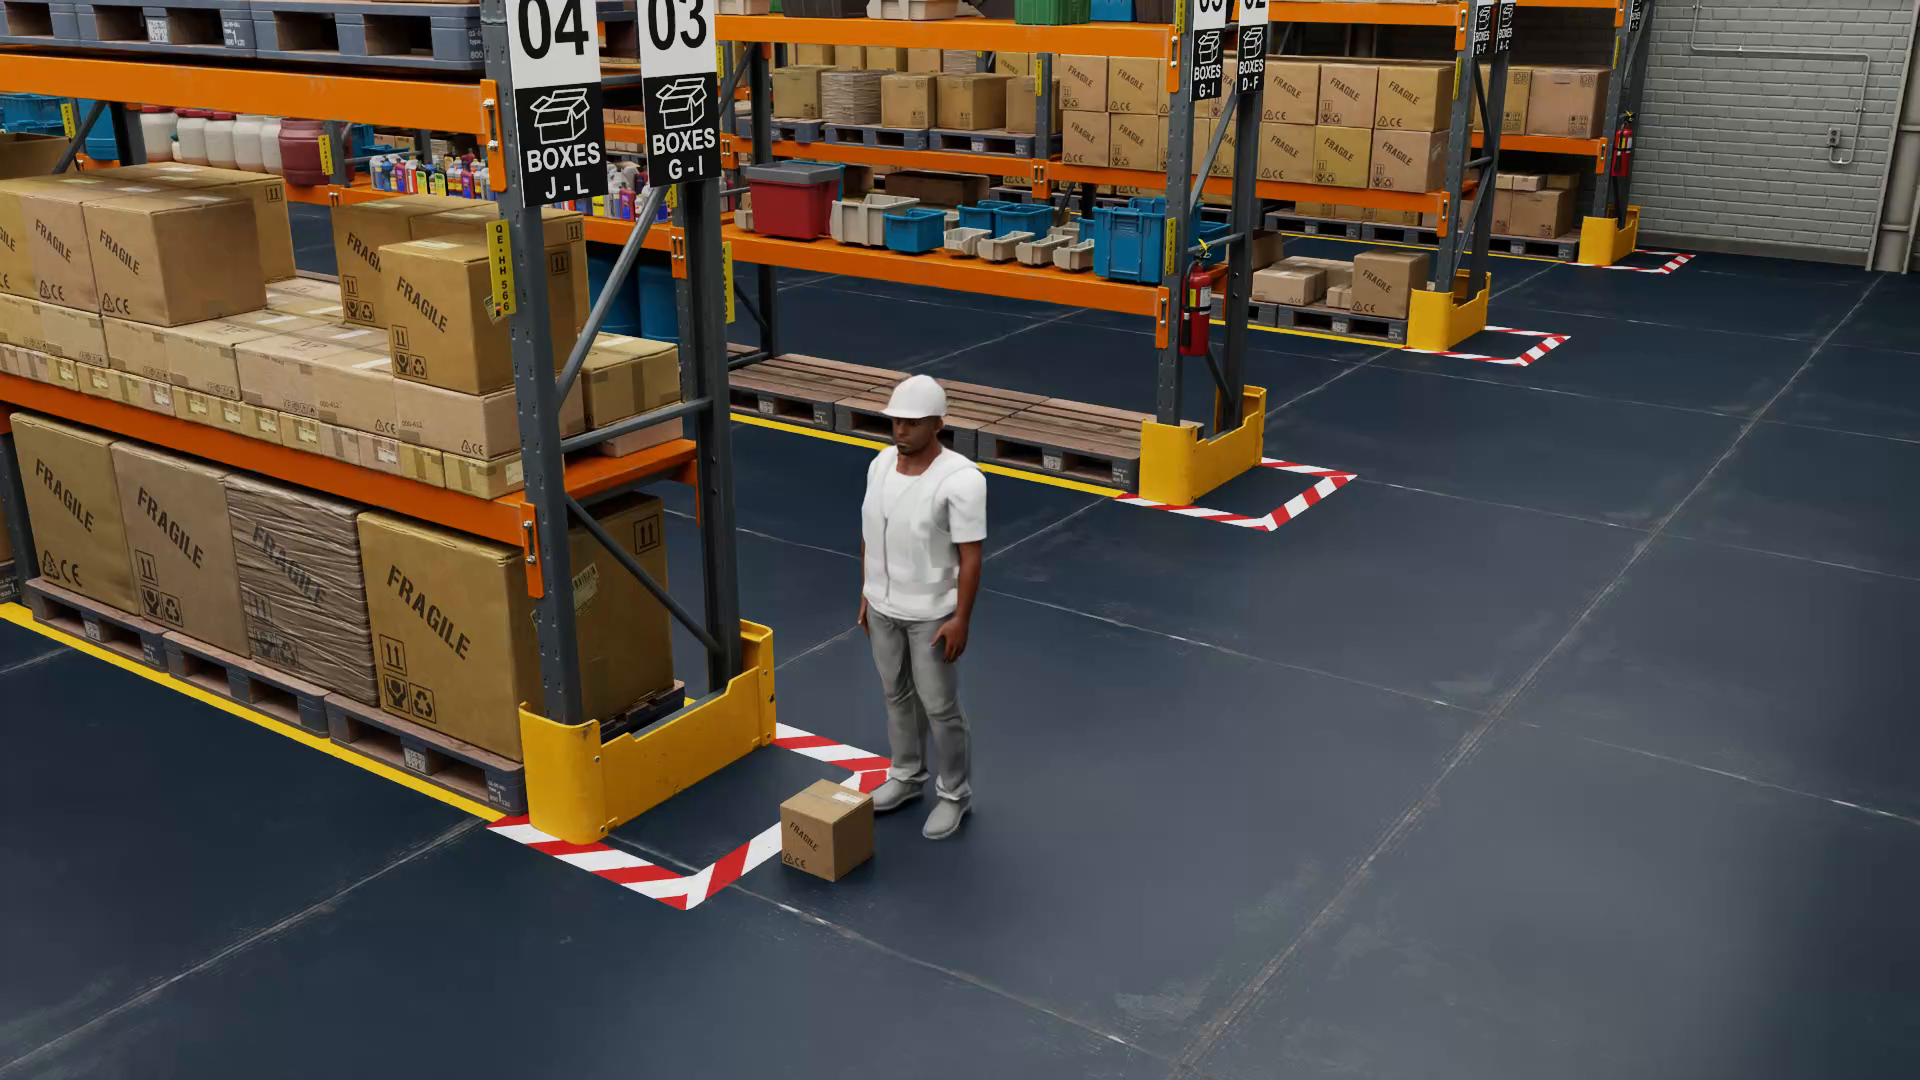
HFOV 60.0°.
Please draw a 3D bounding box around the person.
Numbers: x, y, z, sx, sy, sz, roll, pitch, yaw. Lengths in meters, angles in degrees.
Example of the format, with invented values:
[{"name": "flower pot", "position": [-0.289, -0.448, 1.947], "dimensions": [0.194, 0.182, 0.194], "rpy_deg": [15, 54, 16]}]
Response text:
[{"name": "person", "position": [-0.168, 0.252, 6.341], "dimensions": [0.569, 1.781, 0.362], "rpy_deg": [17, 26, 39]}]
